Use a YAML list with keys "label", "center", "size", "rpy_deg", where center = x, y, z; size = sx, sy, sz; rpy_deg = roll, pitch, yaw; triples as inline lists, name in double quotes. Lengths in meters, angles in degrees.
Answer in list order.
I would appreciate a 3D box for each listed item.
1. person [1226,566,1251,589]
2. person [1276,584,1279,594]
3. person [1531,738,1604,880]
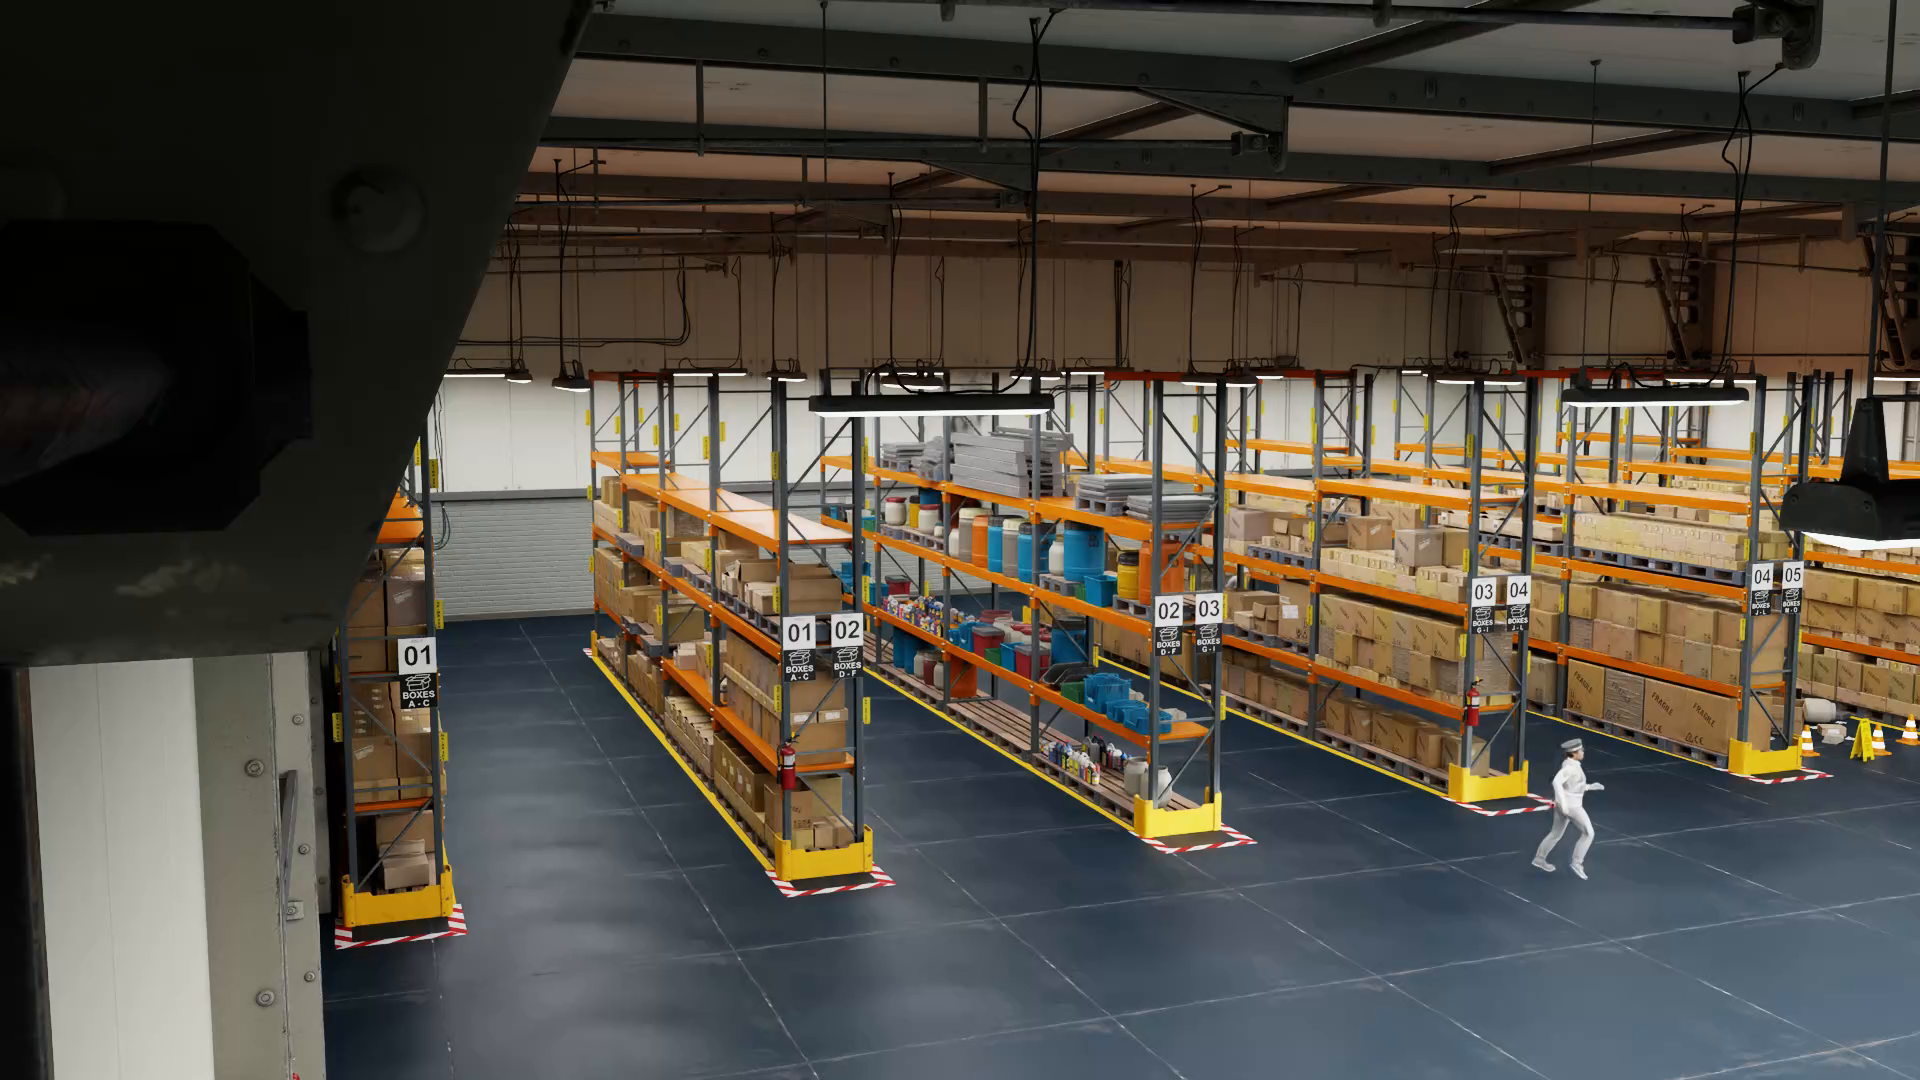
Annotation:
- label: "person"
  center: [6.131, 1.385, 37.036]
  size: [0.705, 1.730, 1.038]
  rpy_deg: [-3, 7, -24]
- label: "person"
  center: [8.114, 0.867, 41.803]
  size: [0.873, 1.605, 0.538]
  rpy_deg: [-3, 7, -27]
- label: "person"
  center: [7.381, 3.255, 20.130]
  size: [0.798, 1.738, 0.572]
  rpy_deg: [1, 6, 6]
